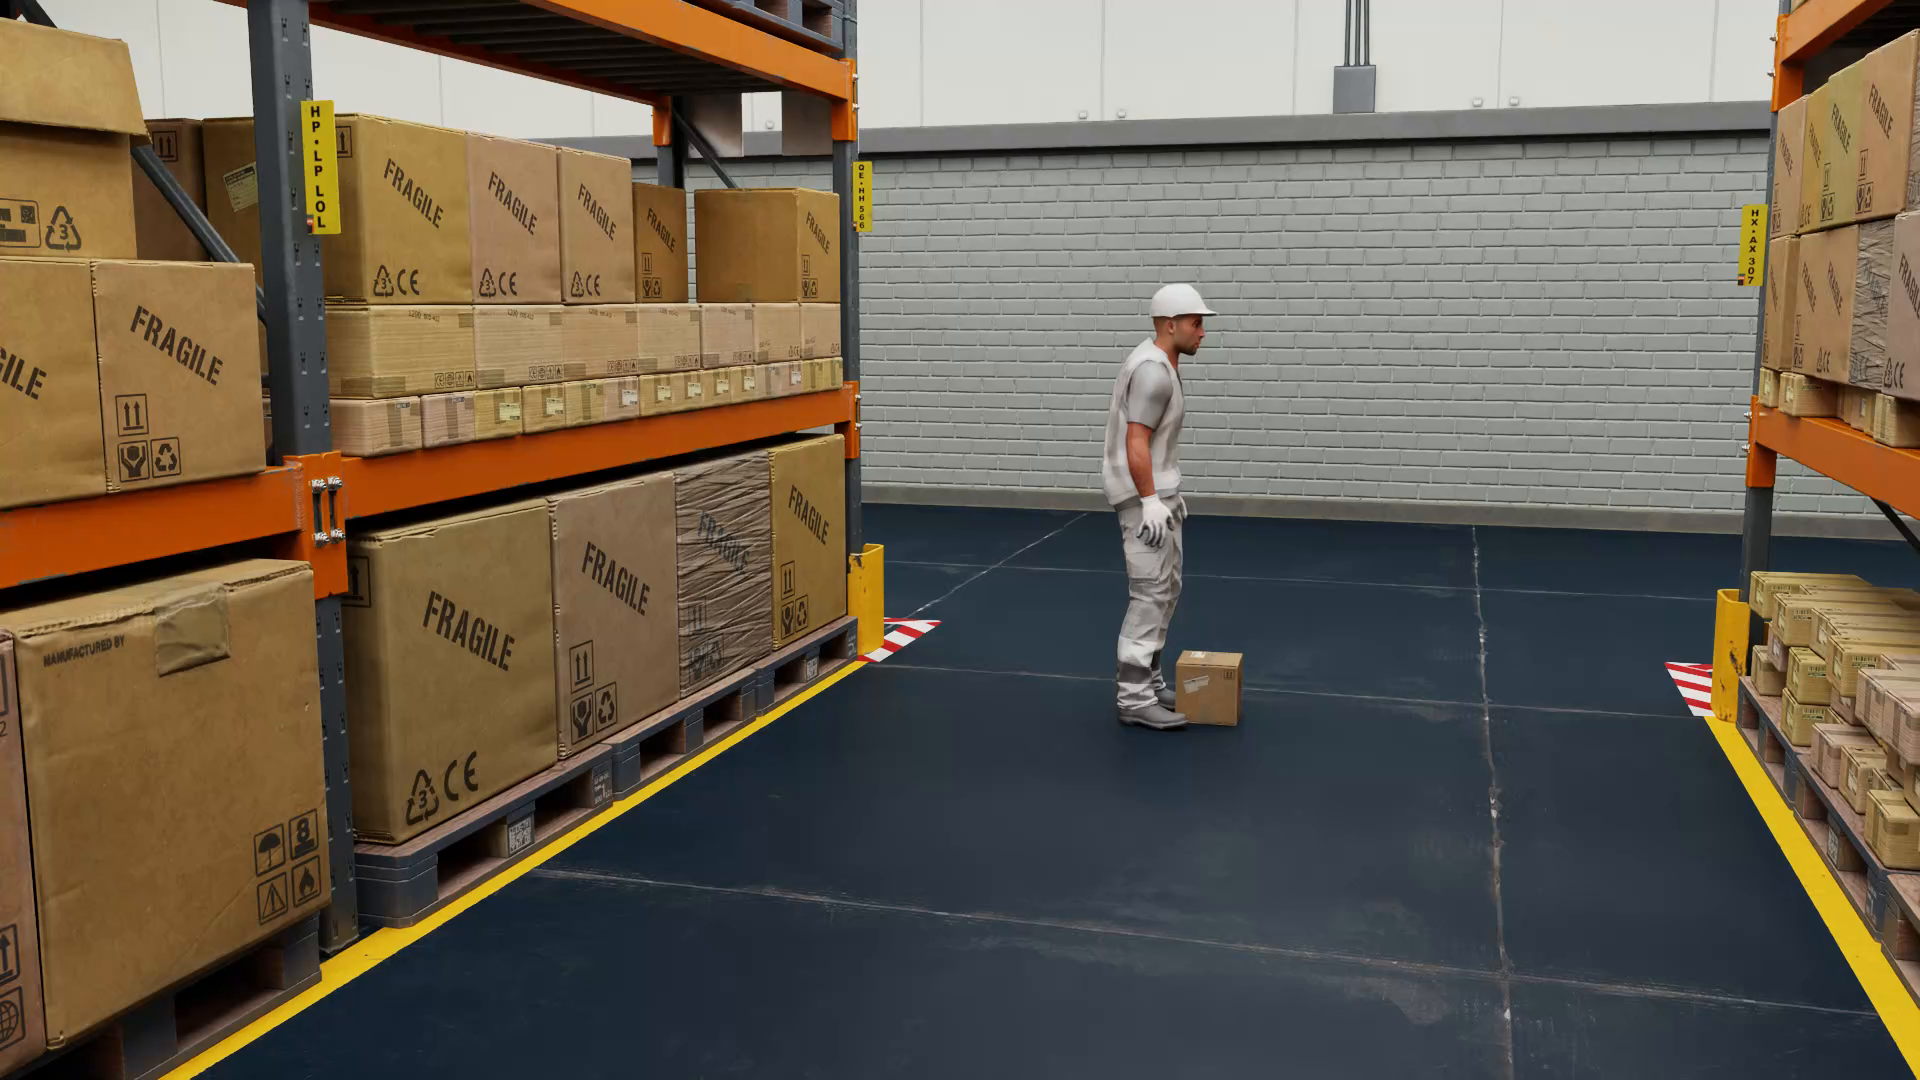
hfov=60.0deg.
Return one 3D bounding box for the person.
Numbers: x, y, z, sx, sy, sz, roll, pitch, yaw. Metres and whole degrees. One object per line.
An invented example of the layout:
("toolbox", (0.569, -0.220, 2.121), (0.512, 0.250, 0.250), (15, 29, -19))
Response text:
("person", (0.816, -0.151, 6.829), (0.454, 1.776, 0.620), (2, 9, 15))
